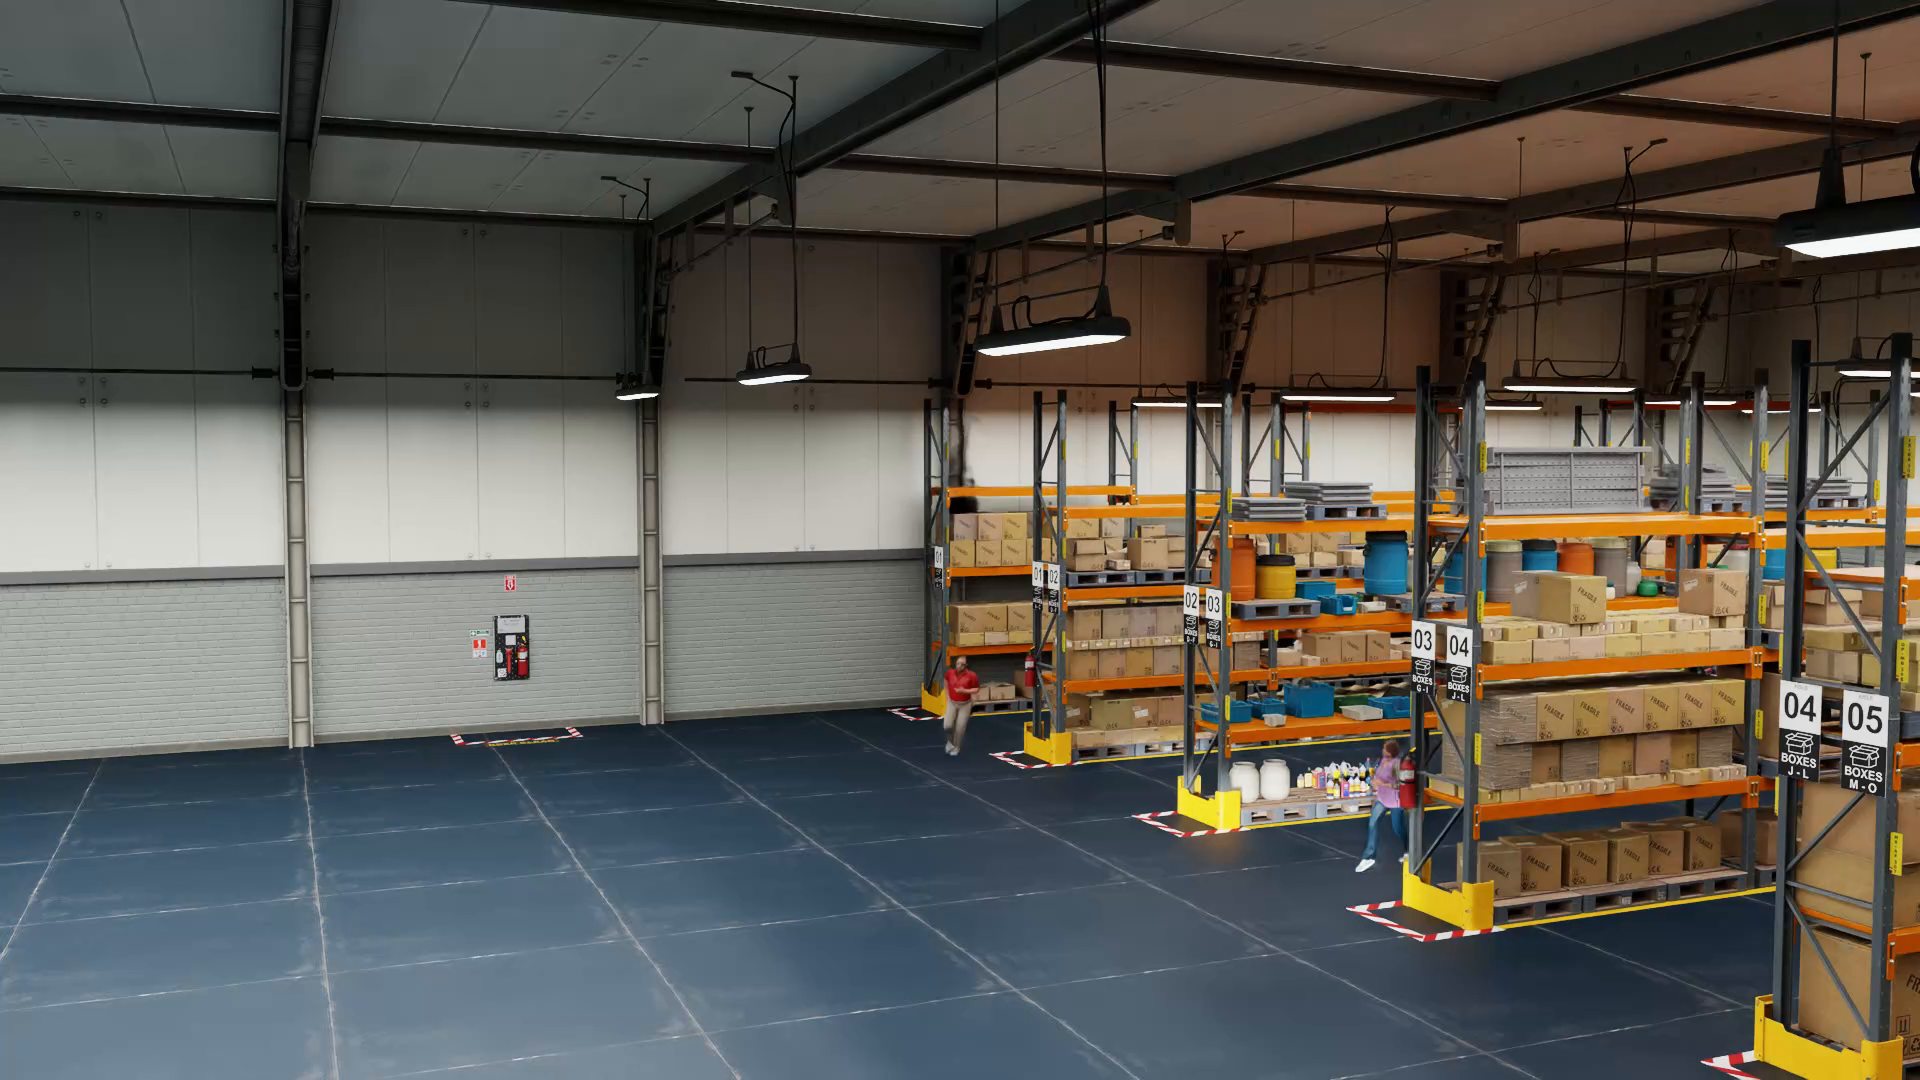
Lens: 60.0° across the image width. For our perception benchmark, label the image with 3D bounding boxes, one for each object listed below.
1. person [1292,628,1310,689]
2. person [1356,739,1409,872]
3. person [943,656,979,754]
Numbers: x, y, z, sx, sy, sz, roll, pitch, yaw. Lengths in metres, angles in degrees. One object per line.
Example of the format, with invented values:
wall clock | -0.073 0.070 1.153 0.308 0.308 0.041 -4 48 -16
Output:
person | 6.569 2.491 31.803 0.797 1.665 0.576 -2 4 -32
person | 5.197 3.177 19.953 0.849 1.605 0.526 -2 4 -25
person | 0.010 2.719 27.319 0.625 1.651 0.694 0 3 8
